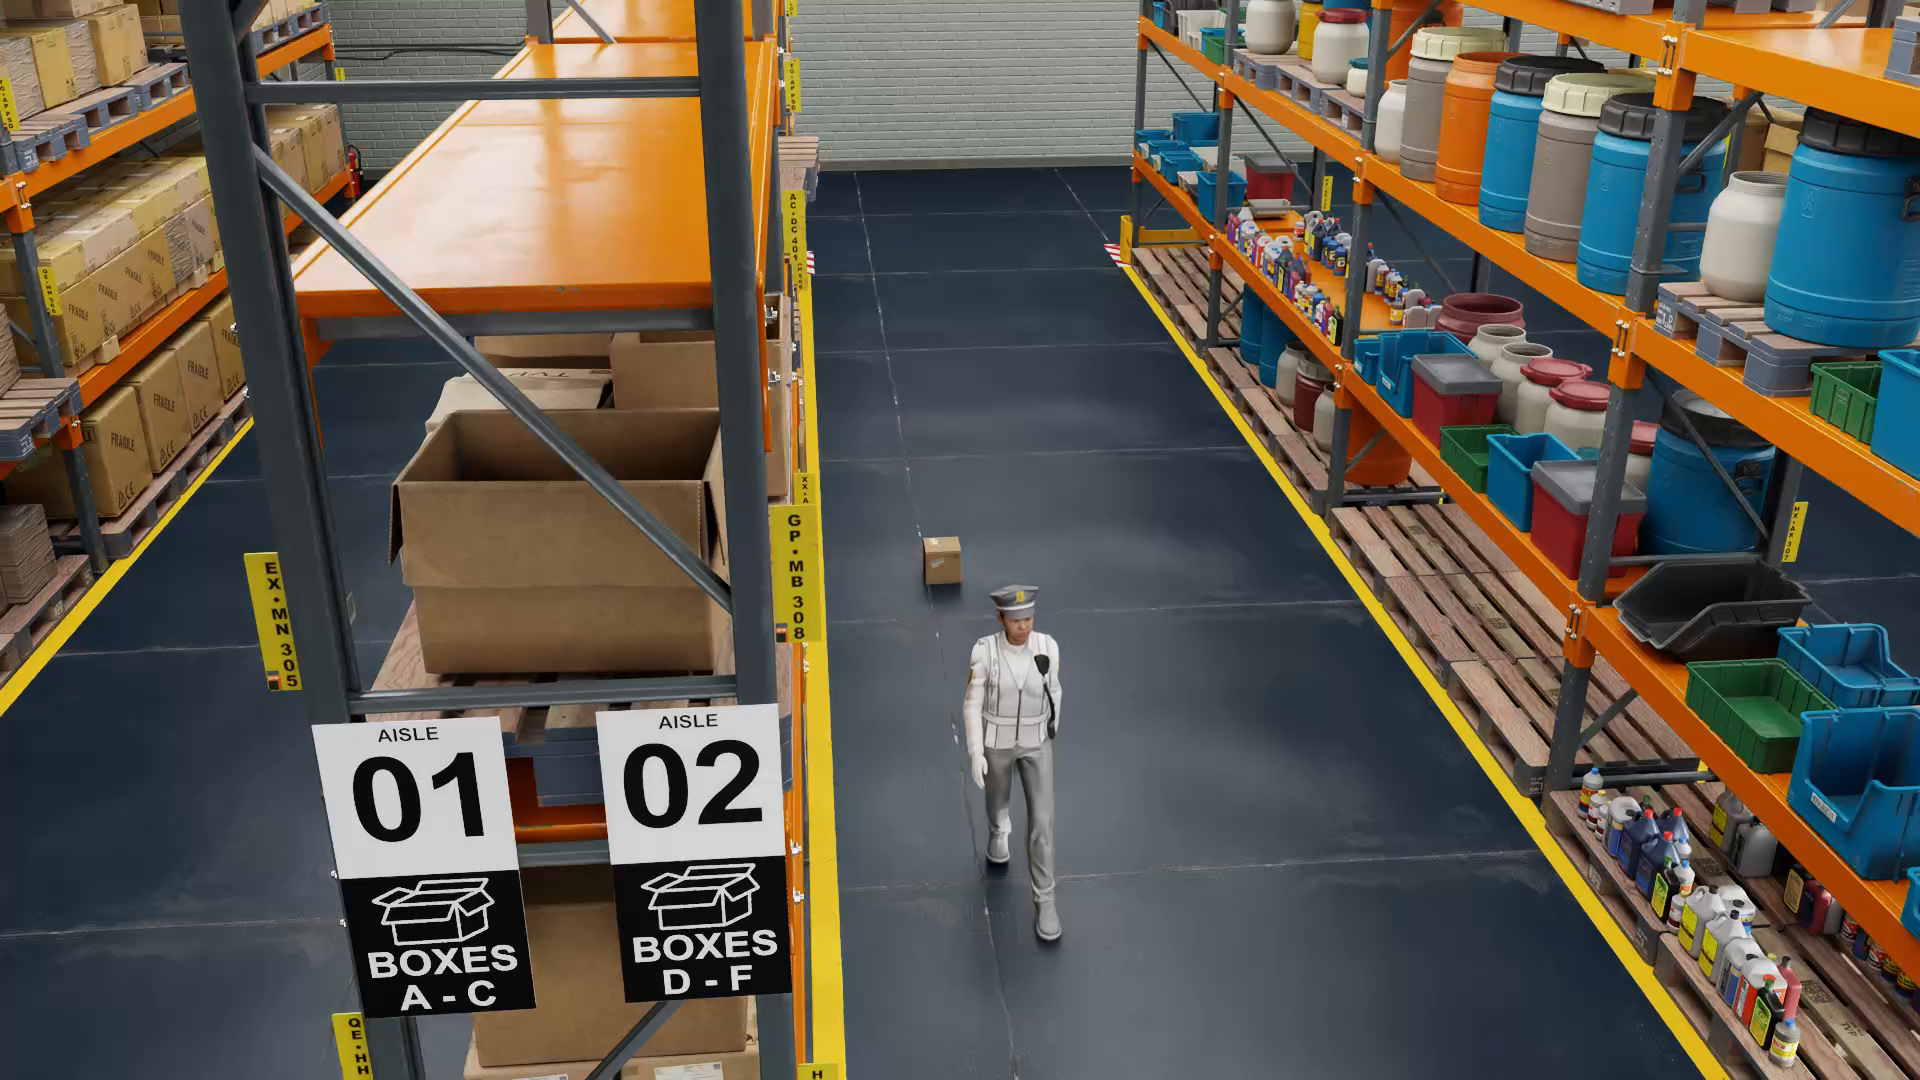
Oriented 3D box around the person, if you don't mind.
[{"bbox_3d":[0.265,0.997,7.994,0.499,1.636,0.953,-2,24,-4],"label":"person"}]
